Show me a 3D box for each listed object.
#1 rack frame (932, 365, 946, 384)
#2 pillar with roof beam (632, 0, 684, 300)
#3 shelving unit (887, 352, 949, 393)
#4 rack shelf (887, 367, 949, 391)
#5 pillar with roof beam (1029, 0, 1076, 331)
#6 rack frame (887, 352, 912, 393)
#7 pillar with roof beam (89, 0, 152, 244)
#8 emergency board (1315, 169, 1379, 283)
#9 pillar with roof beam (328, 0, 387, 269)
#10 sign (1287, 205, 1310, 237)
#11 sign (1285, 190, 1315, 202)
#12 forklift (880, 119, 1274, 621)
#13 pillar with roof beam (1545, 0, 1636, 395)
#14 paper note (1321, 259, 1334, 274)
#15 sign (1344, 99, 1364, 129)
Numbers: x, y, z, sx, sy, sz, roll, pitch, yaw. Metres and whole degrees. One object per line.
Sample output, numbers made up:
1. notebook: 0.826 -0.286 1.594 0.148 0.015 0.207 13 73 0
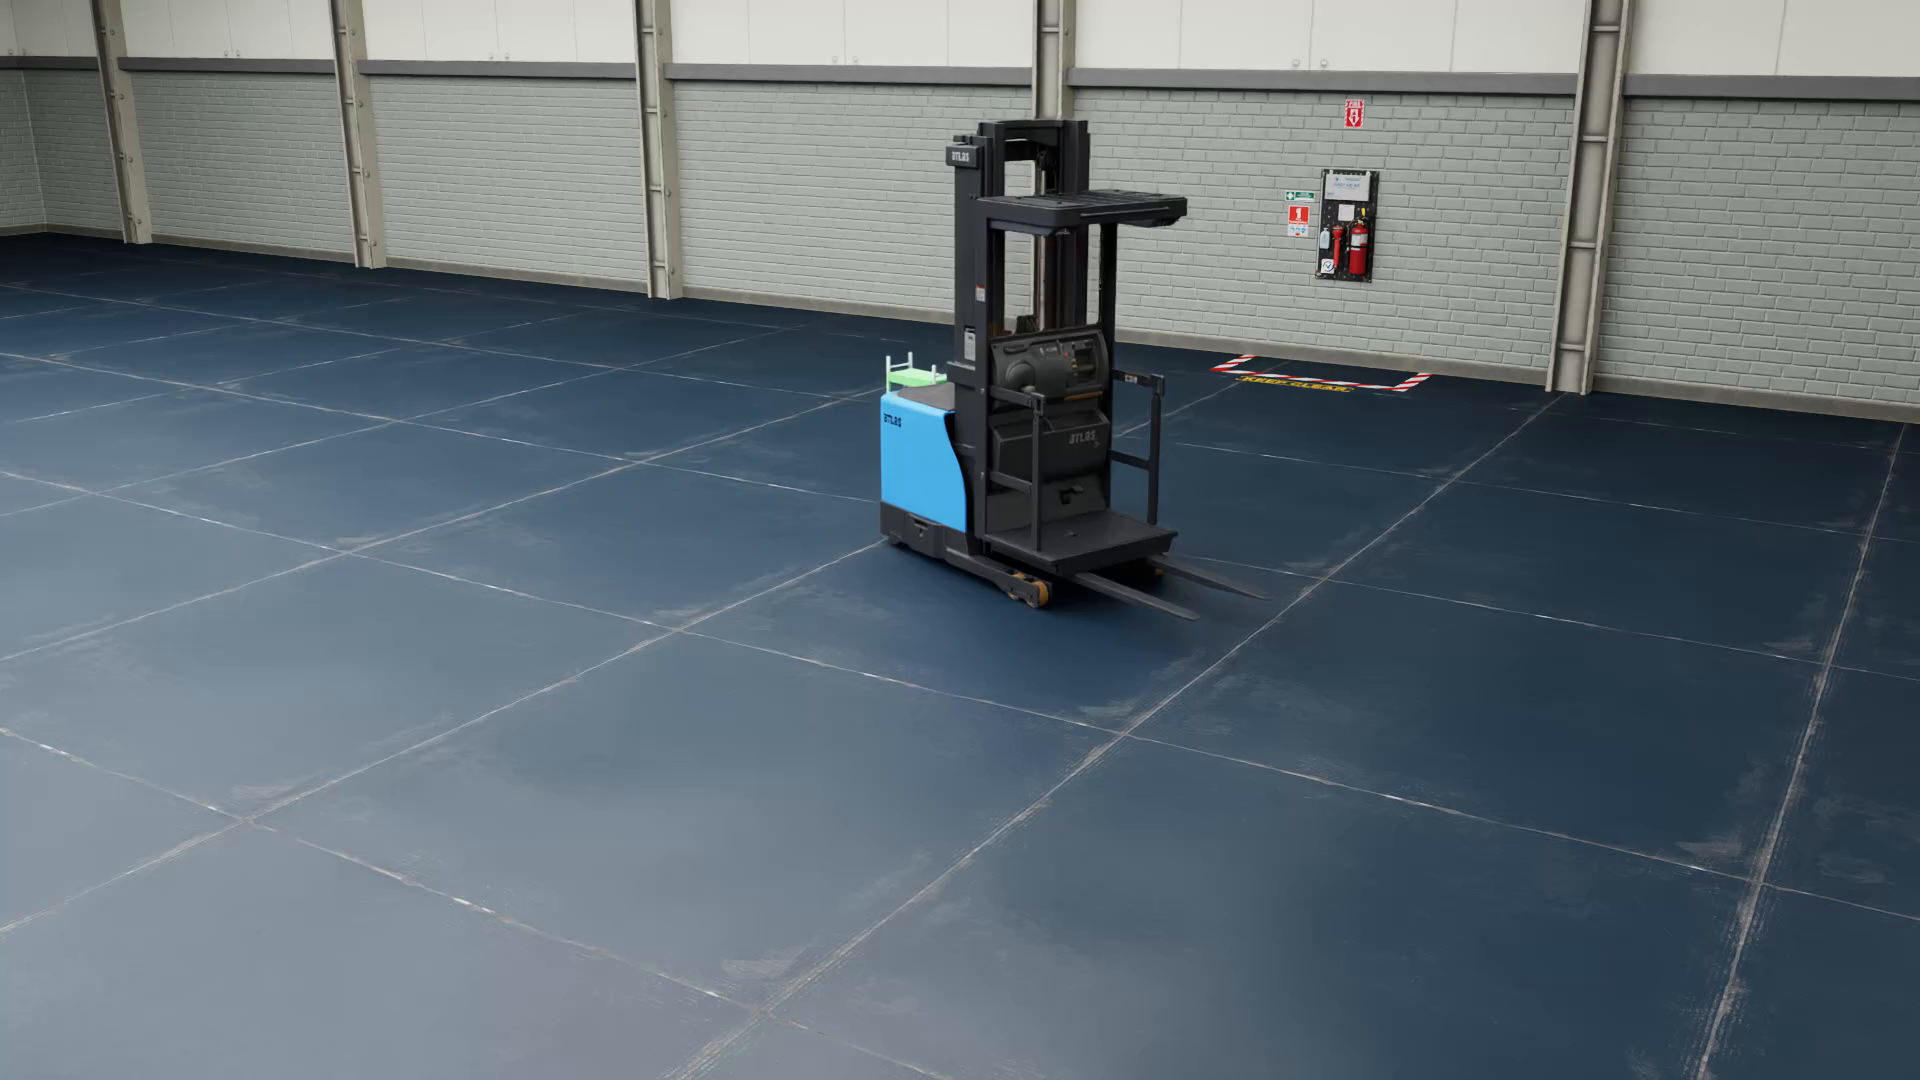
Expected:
1. rack frame: -0.107 -0.696 12.107 0.240 1.200 0.015 -16 23 -42
2. pillar with roof beam: -6.297 -6.584 18.074 0.400 9.000 9.100 10 20 30
3. shelving unit: -0.277 -0.746 12.273 0.258 1.200 0.503 -16 23 -42
4. rack shelf: -0.277 -1.144 12.152 0.258 0.148 0.480 -16 23 -42
5. pillar with roof beam: -1.185 -5.672 15.070 0.400 9.000 9.100 10 20 30
6. rack frame: -0.448 -0.797 12.440 0.240 1.200 0.015 -16 23 -42
7. pillar with roof beam: -16.523 -8.410 24.083 0.400 9.000 9.100 10 20 30
8. emergency board: 4.095 -3.340 17.716 0.643 1.169 0.194 10 20 30
9. pillar with roof beam: -11.410 -7.497 21.079 0.400 9.000 9.100 10 20 30
10. sign: 3.678 -3.467 18.072 0.234 0.329 0.001 10 20 30
11. sign: 3.677 -3.717 17.985 0.331 0.109 0.001 10 20 30
12. forklift: 0.715 -1.138 10.586 1.130 2.935 3.031 -12 21 -35
13. pillar with roof beam: 3.928 -4.759 12.065 0.400 9.000 9.100 10 20 30
14. paper note: 3.981 -2.963 17.989 0.142 0.148 0.016 10 20 30
15. sign: 4.141 -4.475 17.464 0.199 0.298 0.001 10 20 30
